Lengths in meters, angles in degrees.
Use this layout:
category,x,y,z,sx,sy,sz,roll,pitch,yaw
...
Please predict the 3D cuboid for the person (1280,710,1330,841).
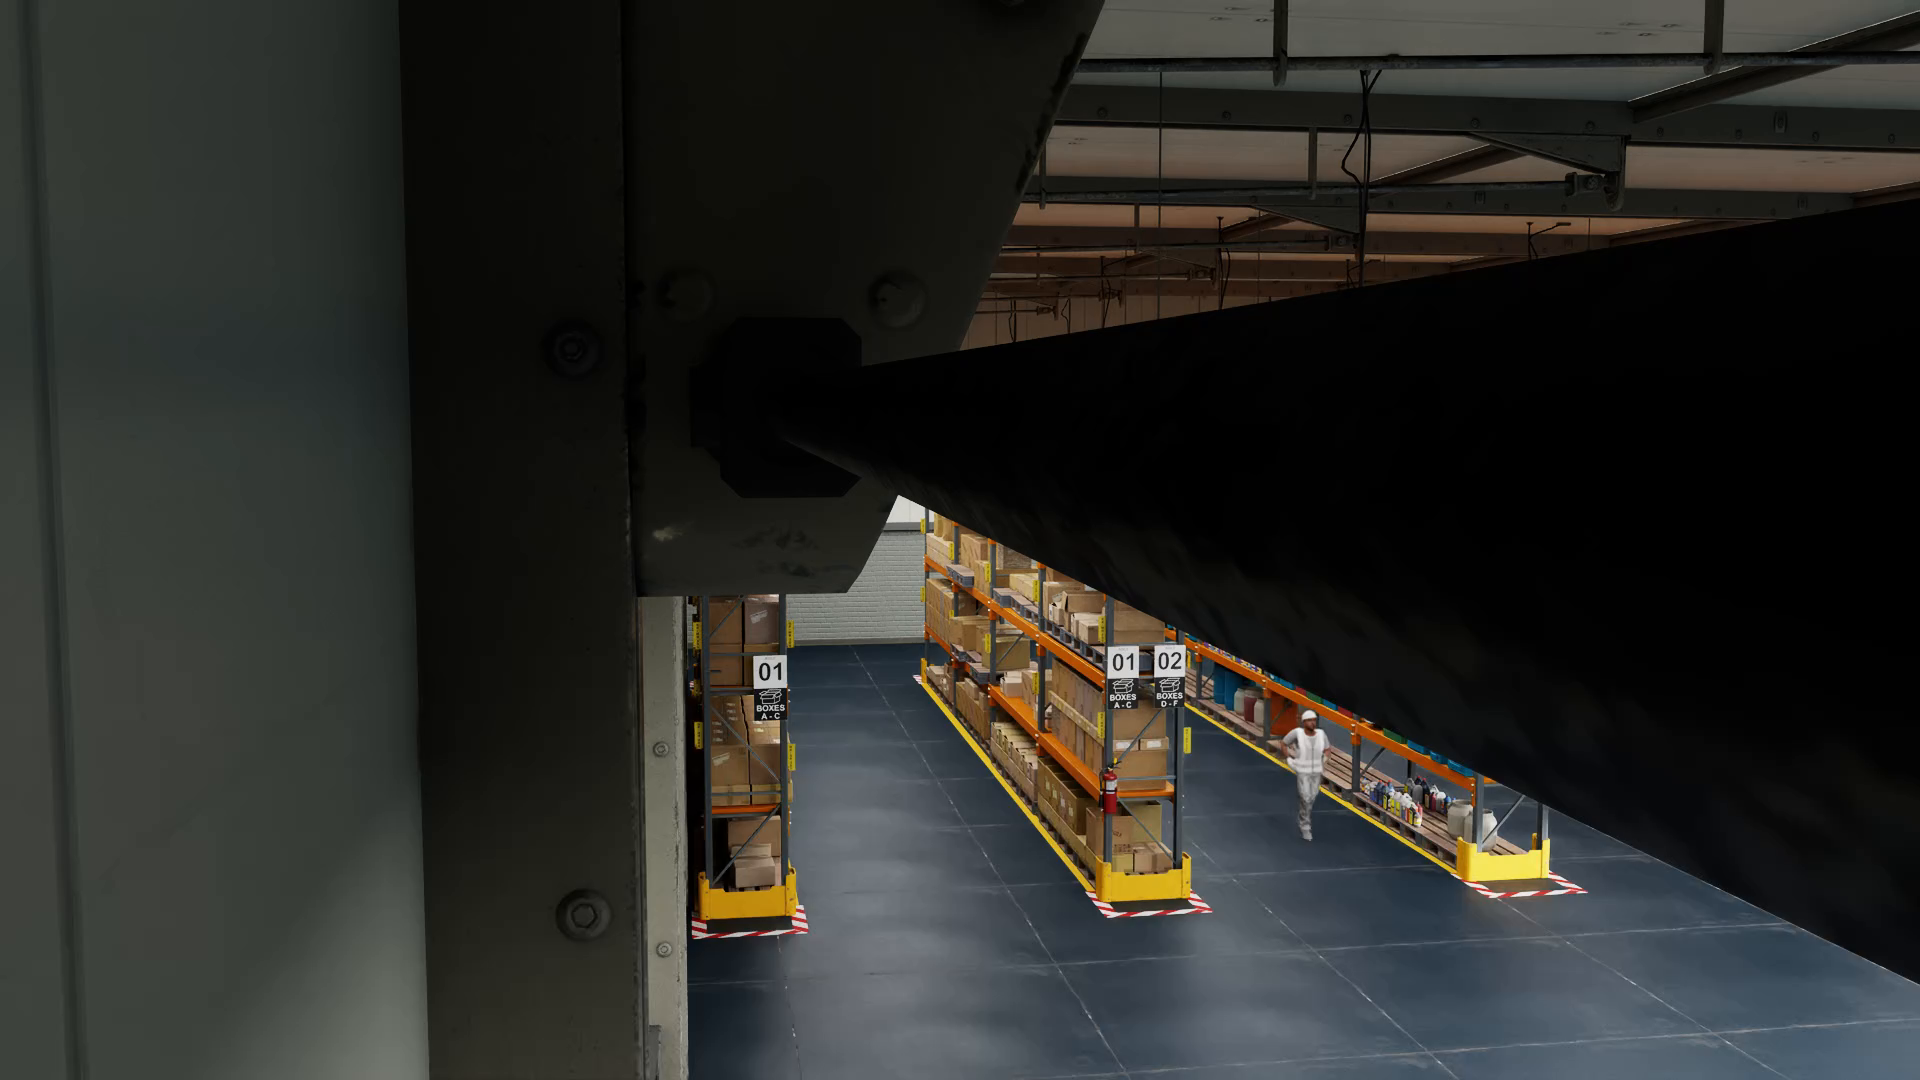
category,x,y,z,sx,sy,sz,roll,pitch,yaw
person,4.991,3.358,23.845,0.669,1.847,0.703,-1,5,-14
